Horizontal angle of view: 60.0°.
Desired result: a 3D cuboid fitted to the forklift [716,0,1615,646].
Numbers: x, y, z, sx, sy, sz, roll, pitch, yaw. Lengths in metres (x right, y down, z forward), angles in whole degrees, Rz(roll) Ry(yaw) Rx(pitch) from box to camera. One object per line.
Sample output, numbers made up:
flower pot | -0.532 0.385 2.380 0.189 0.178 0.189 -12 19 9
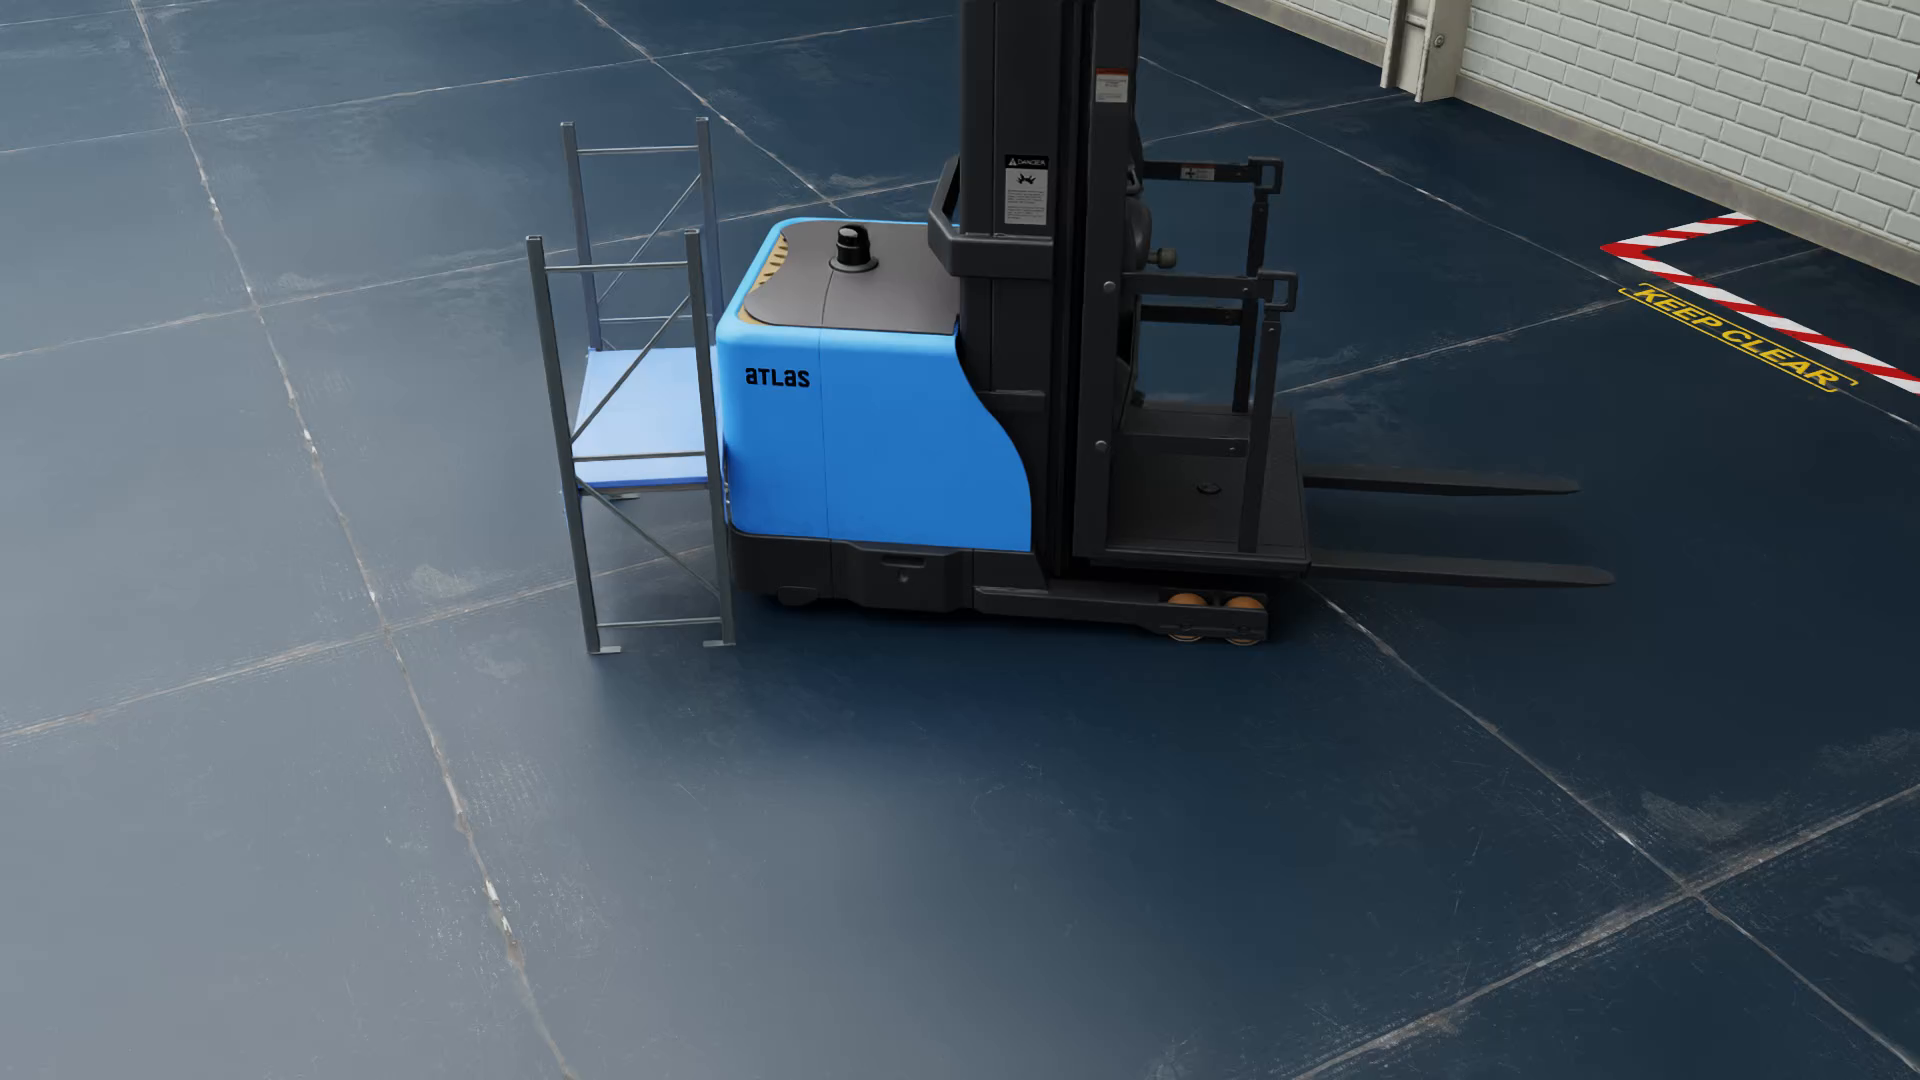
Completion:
forklift | 0.748 -1.177 5.370 3.031 2.935 1.130 4 33 6

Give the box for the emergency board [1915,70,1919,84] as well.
emergency board | 4.668 -2.518 7.399 0.157 1.169 0.626 -16 36 -23

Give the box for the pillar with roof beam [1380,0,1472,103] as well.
pillar with roof beam | -0.832 -5.627 6.691 9.100 9.000 0.400 -16 36 -23

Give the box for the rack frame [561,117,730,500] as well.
rack frame | -1.118 -0.808 6.121 0.500 1.500 0.032 -3 33 -5

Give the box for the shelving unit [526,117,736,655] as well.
shelving unit | -1.067 -0.535 5.695 0.538 1.500 1.048 -3 33 -5

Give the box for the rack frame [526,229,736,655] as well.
rack frame | -1.015 -0.263 5.269 0.500 1.500 0.032 -3 33 -5

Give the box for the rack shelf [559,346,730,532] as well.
rack shelf | -1.067 -0.384 5.792 0.538 0.185 1.000 -3 33 -5
